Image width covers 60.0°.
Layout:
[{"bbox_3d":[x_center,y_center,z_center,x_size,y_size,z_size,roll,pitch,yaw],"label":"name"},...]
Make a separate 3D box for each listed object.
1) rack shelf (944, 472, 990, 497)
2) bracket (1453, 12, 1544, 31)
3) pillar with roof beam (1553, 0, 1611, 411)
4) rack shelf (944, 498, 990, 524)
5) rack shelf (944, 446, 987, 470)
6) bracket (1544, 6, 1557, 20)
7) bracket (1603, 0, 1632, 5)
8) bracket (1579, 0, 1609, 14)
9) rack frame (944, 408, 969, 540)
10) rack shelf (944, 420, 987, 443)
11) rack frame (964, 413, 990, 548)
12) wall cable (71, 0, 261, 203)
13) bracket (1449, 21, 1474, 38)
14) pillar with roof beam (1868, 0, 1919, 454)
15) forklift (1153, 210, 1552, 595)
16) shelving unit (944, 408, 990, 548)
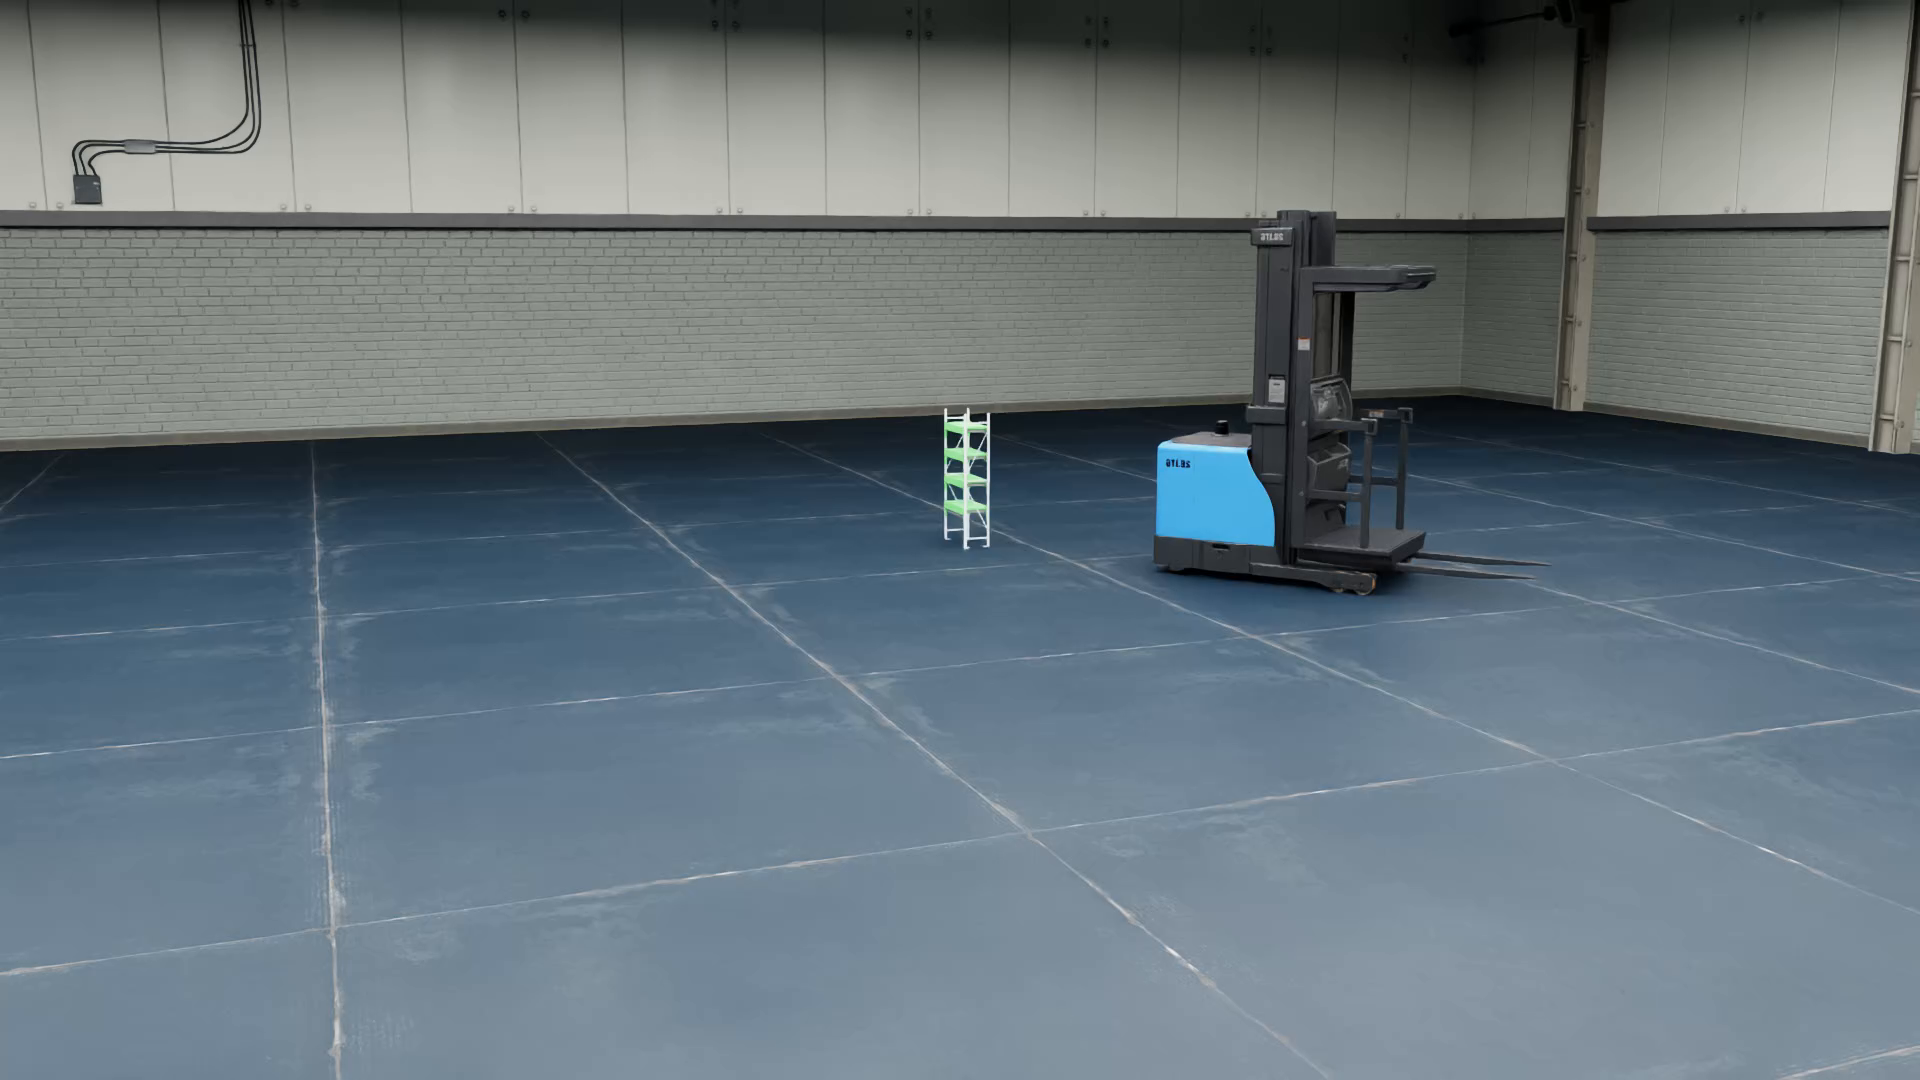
[{"bbox_3d":[0.060,-0.501,15.004,0.258,0.148,0.480,-4,11,-21],"label":"rack shelf"},{"bbox_3d":[8.830,-8.665,27.991,0.076,0.066,3.189,-4,11,-21],"label":"bracket"},{"bbox_3d":[5.943,-6.284,24.884,9.100,9.000,0.548,-4,11,-21],"label":"pillar with roof beam"},{"bbox_3d":[0.060,-0.265,15.046,0.258,0.148,0.480,-4,11,-21],"label":"rack shelf"},{"bbox_3d":[0.060,-0.737,14.962,0.258,0.148,0.480,-4,11,-21],"label":"rack shelf"},{"bbox_3d":[9.475,-8.375,26.358,0.235,0.232,0.430,-4,11,-21],"label":"bracket"},{"bbox_3d":[10.709,-7.819,23.232,0.076,0.066,4.783,-4,11,-21],"label":"bracket"},{"bbox_3d":[9.775,-8.239,25.597,0.235,0.232,0.430,-4,11,-21],"label":"bracket"},{"bbox_3d":[-0.028,-0.604,15.217,0.240,1.200,0.015,-4,11,-21],"label":"rack frame"},{"bbox_3d":[0.060,-0.973,14.920,0.258,0.148,0.480,-4,11,-21],"label":"rack shelf"},{"bbox_3d":[0.148,-0.524,14.769,0.240,1.200,0.015,-4,11,-21],"label":"rack frame"},{"bbox_3d":[-10.384,-7.397,21.431,2.305,6.003,0.169,-4,11,-21],"label":"wall cable"},{"bbox_3d":[8.616,-8.762,28.533,0.235,0.232,0.430,-4,11,-21],"label":"bracket"},{"bbox_3d":[8.118,-5.305,19.378,9.100,9.000,0.400,-4,11,-21],"label":"pillar with roof beam"},{"bbox_3d":[3.137,-1.123,13.195,3.031,2.935,1.130,6,12,30],"label":"forklift"},{"bbox_3d":[0.060,-0.564,14.993,0.258,1.200,0.503,-4,11,-21],"label":"shelving unit"}]
